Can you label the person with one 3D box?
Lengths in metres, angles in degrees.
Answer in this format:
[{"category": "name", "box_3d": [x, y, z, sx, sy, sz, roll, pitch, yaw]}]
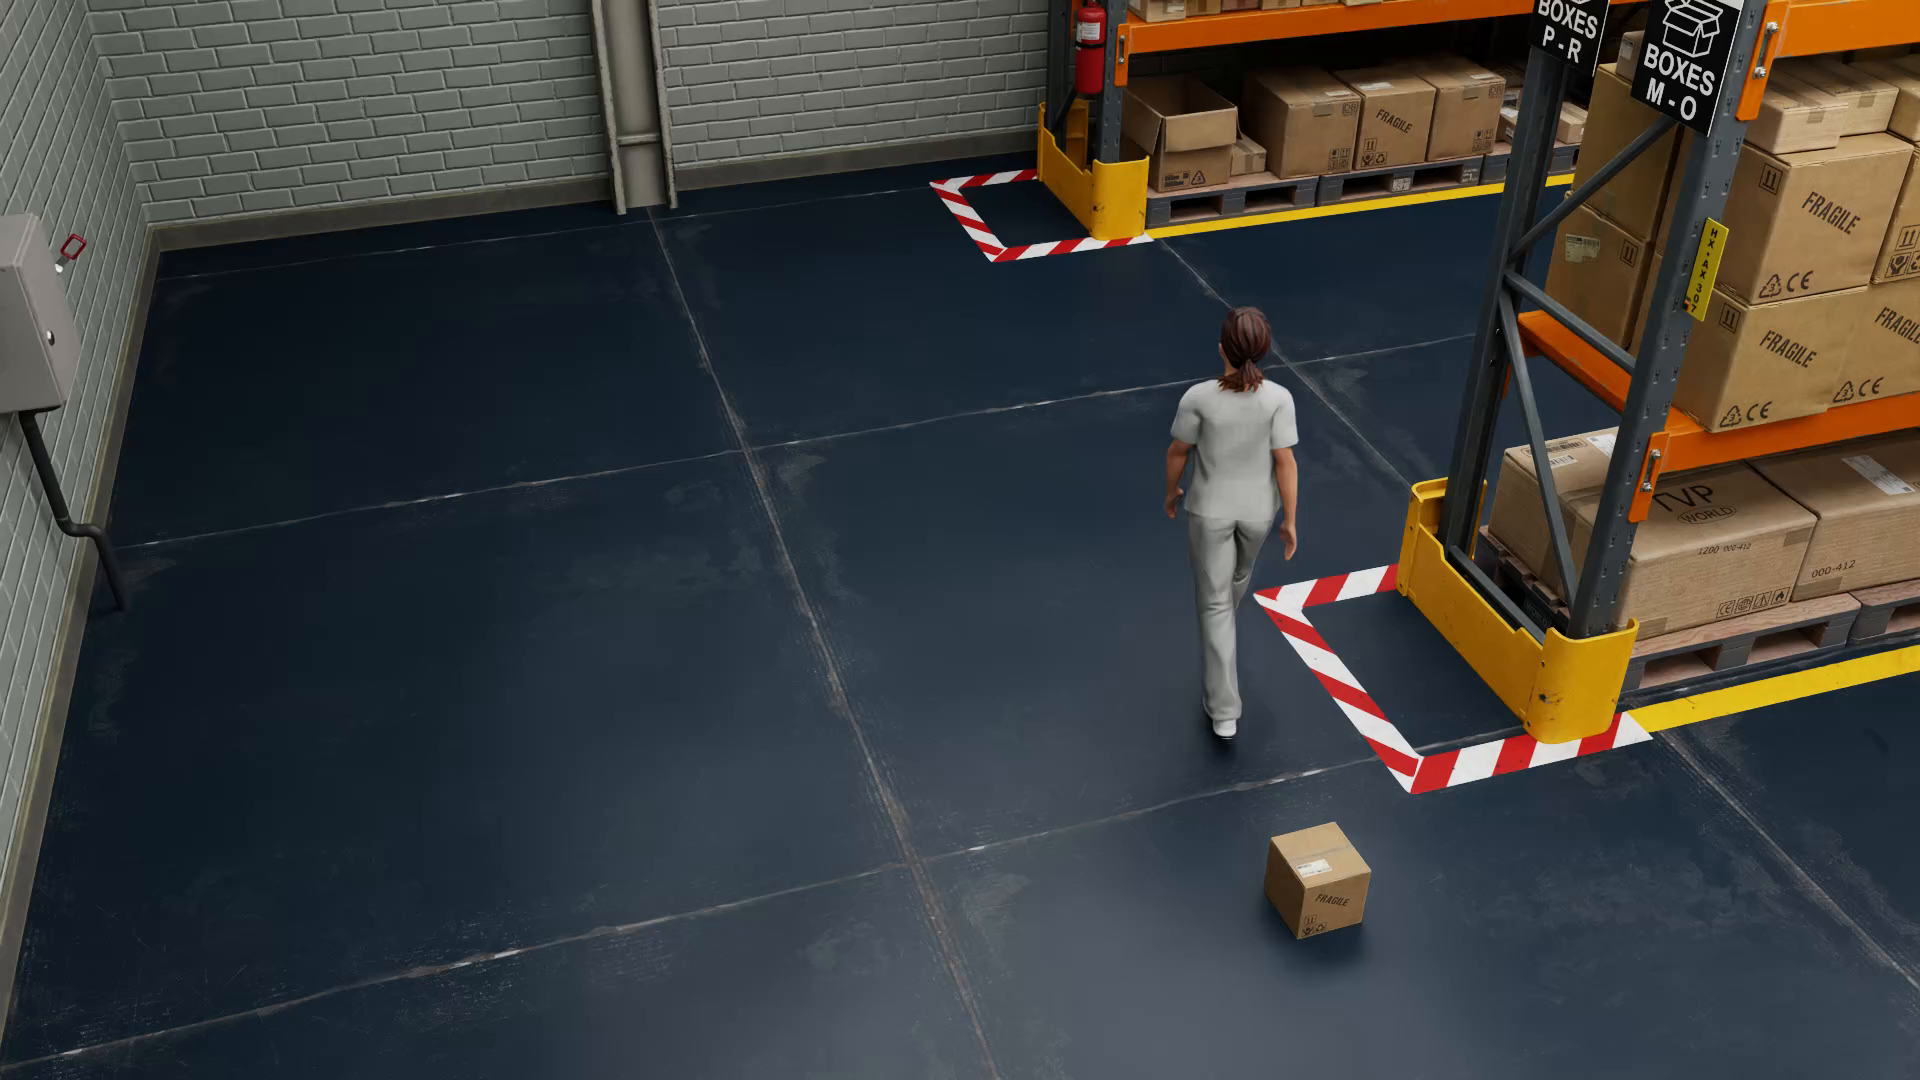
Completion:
[{"category": "person", "box_3d": [1.016, -0.159, 6.363, 0.477, 1.610, 0.975, -1, 34, -2]}]
